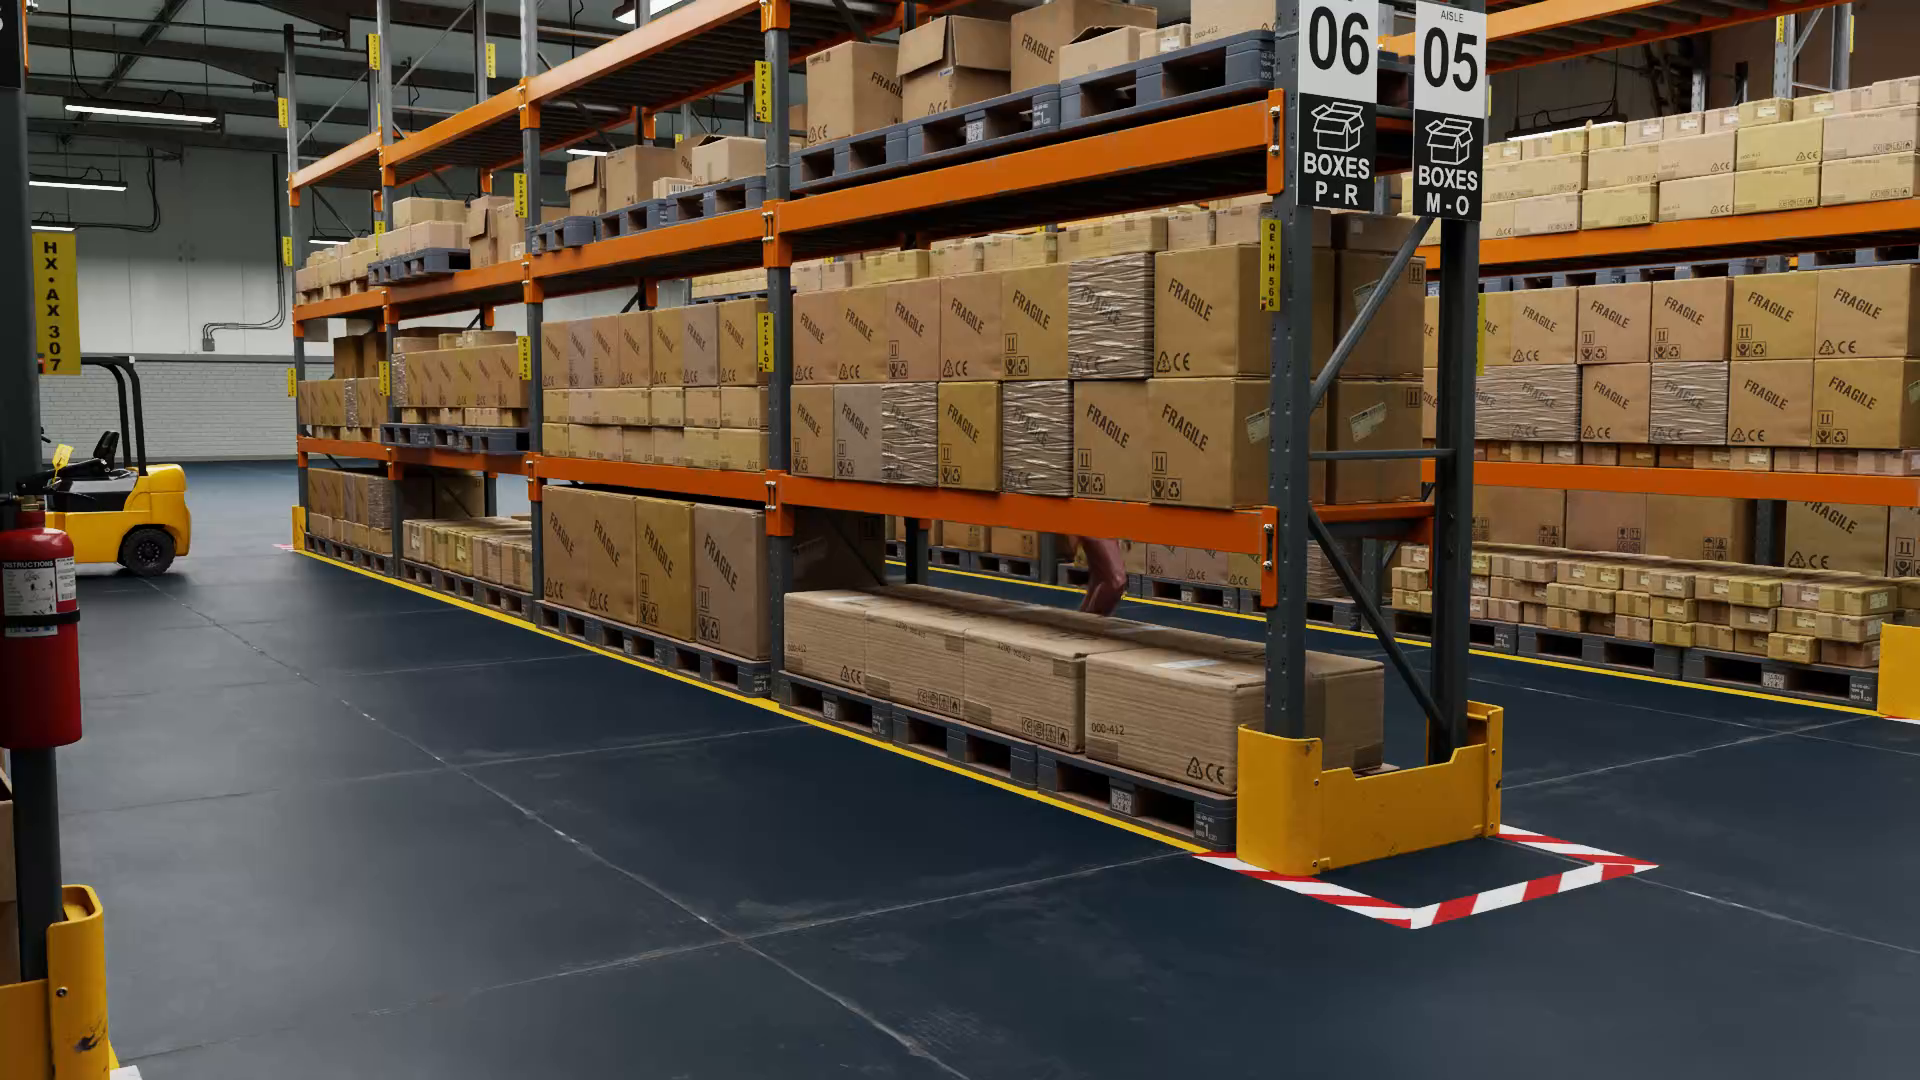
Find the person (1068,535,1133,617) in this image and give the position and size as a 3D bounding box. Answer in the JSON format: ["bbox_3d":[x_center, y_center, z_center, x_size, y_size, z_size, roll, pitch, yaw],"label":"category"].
[{"bbox_3d":[0.926,-0.026,10.709,0.447,1.693,0.456,3,6,33],"label":"person"}]
